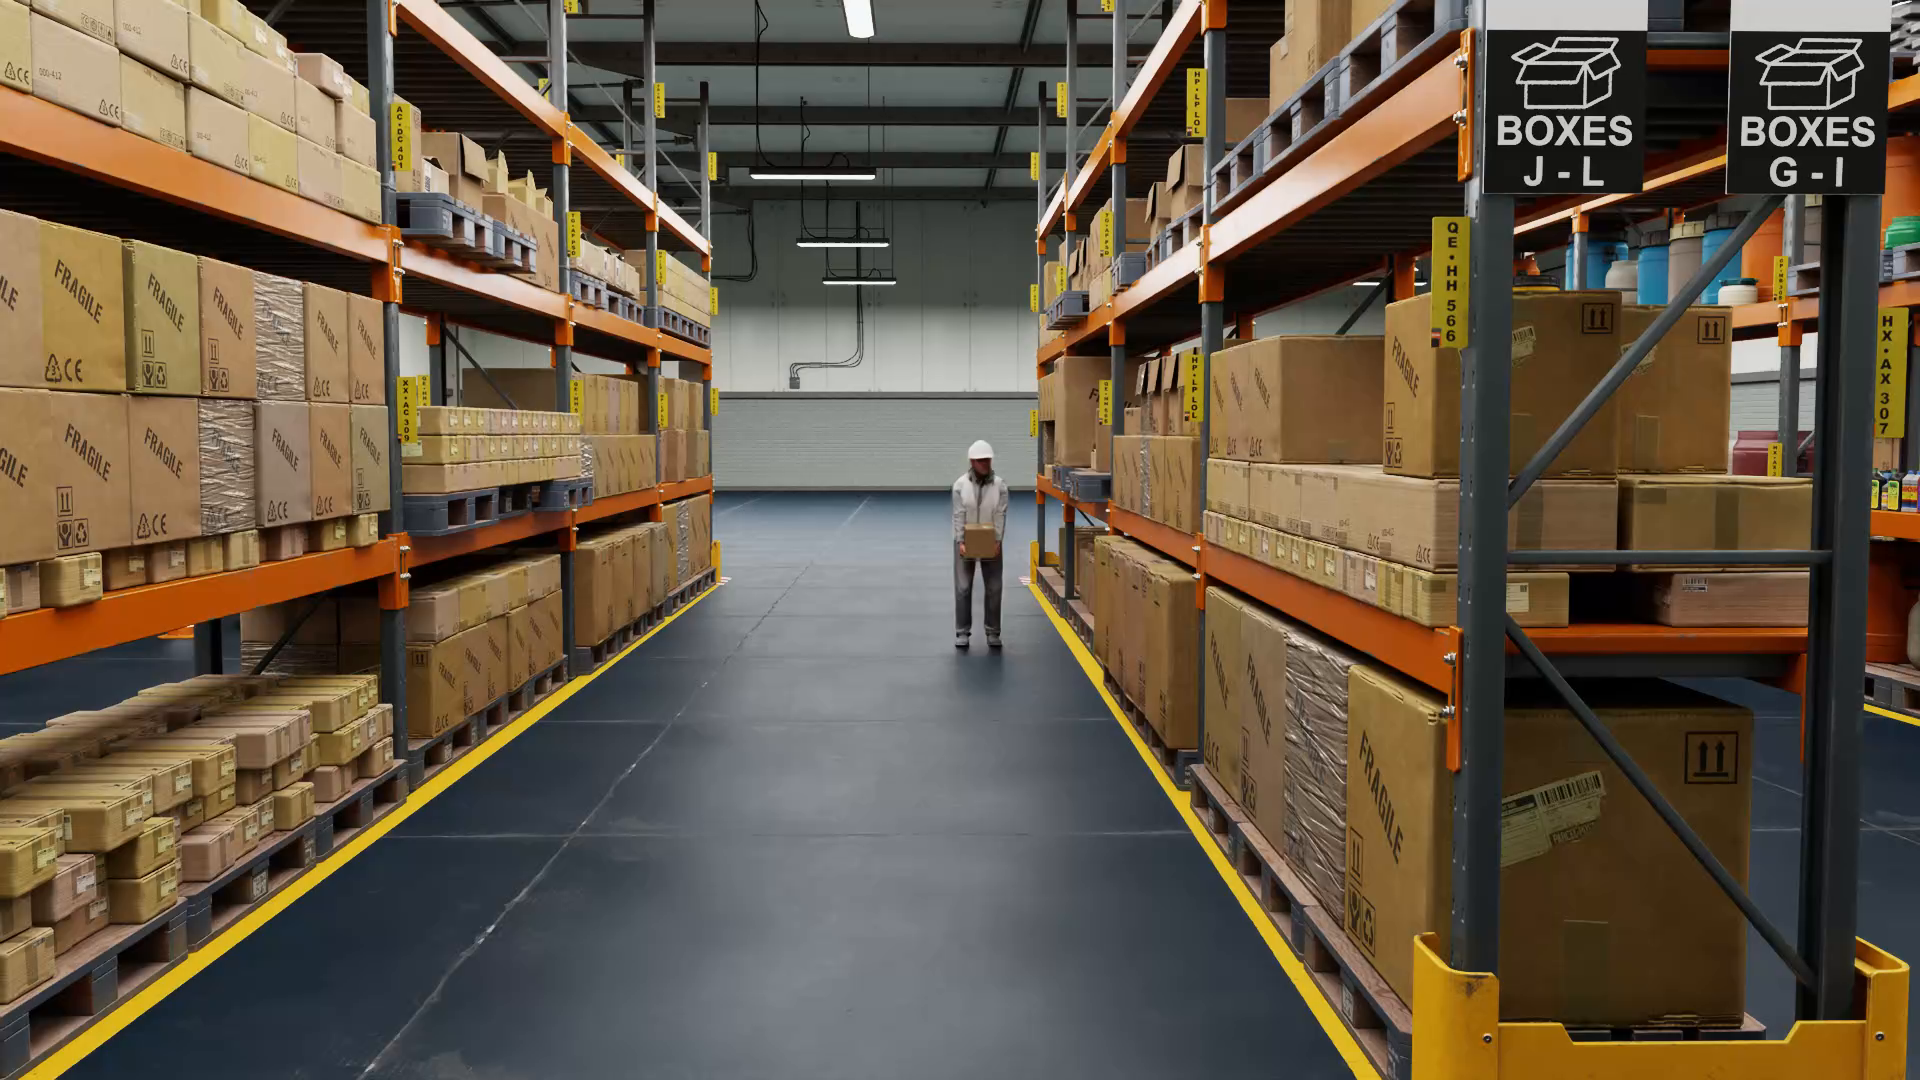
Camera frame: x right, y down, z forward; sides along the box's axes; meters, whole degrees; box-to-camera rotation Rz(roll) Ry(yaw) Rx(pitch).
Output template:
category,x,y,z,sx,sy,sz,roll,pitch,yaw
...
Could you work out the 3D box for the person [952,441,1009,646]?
category,x,y,z,sx,sy,sz,roll,pitch,yaw
person,0.174,0.034,14.173,0.484,1.756,0.581,0,4,-2
